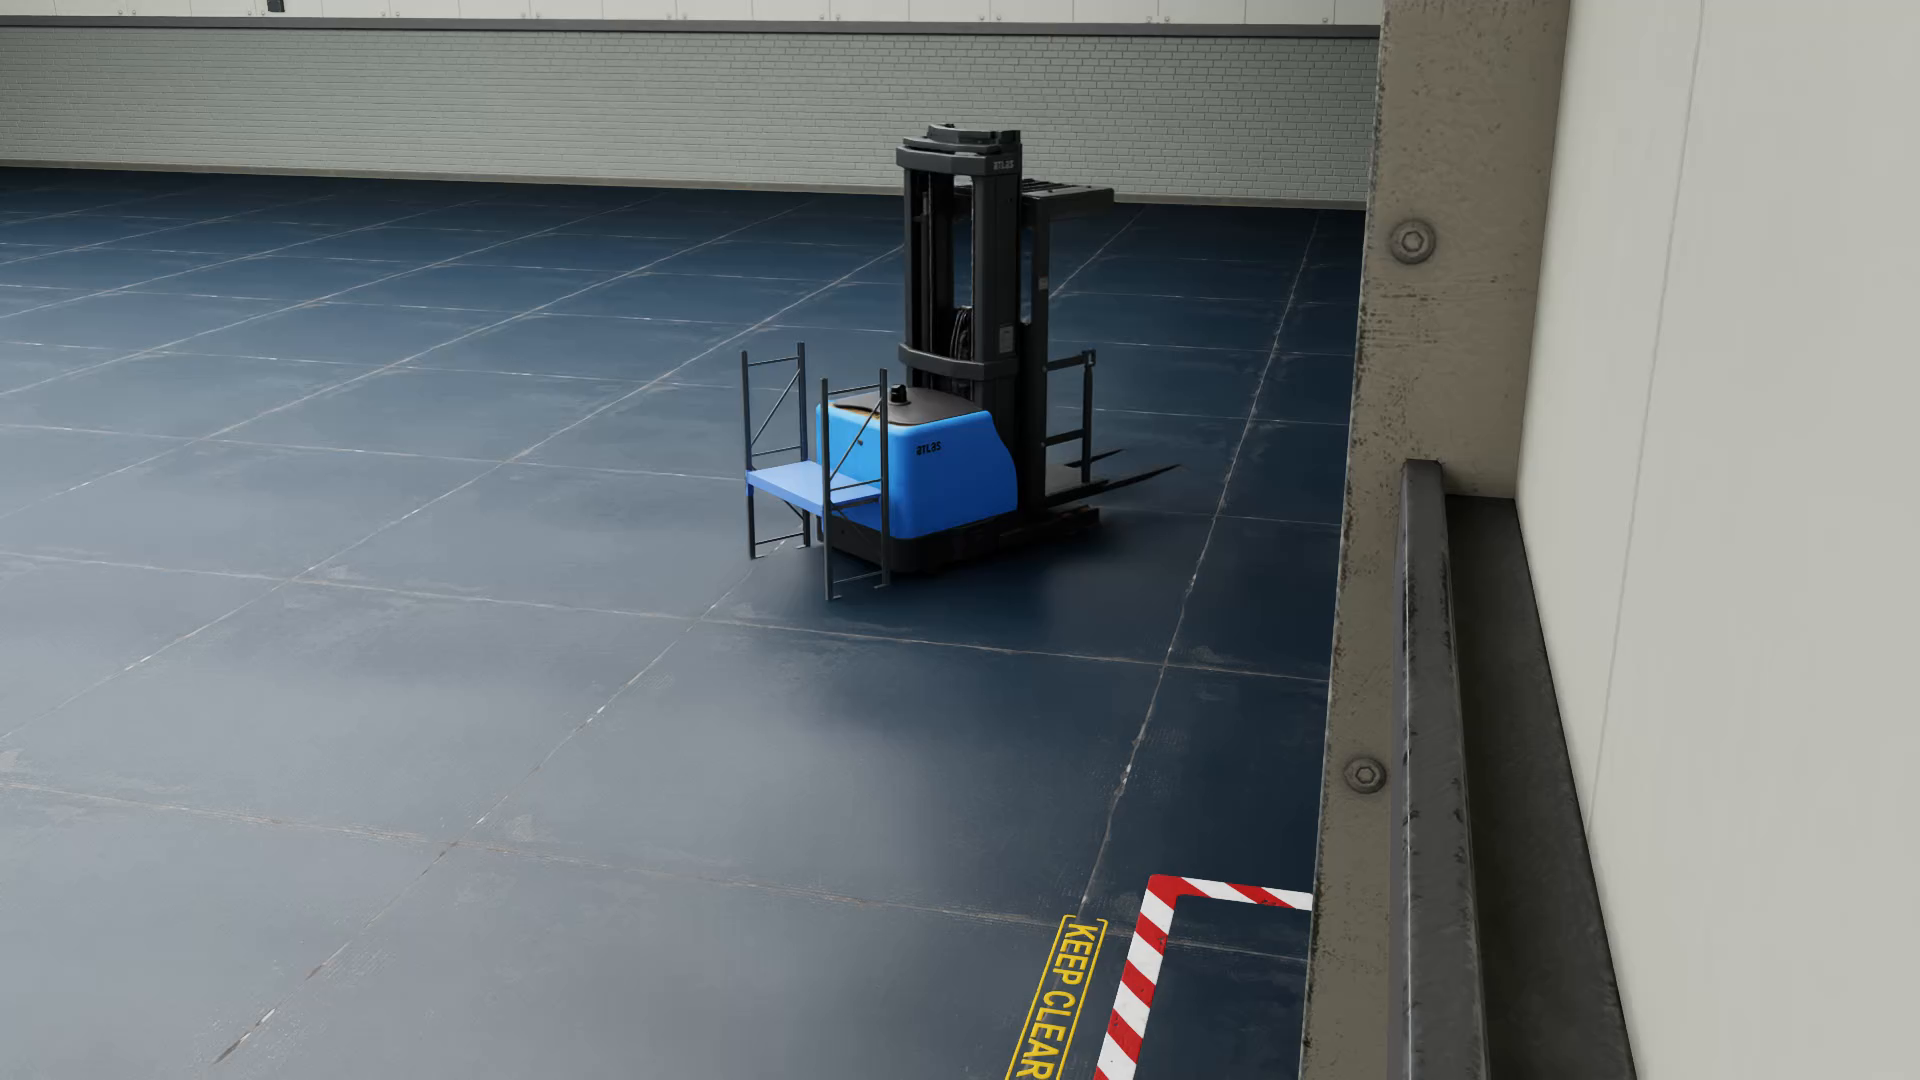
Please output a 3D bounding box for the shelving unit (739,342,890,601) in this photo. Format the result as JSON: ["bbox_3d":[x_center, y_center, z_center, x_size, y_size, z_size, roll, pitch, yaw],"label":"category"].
[{"bbox_3d":[-0.987,-0.490,11.301,0.538,1.500,1.048,-14,23,-35],"label":"shelving unit"}]

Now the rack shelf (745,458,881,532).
[{"bbox_3d":[-0.987,-0.319,11.359,0.538,0.185,1.000,-14,23,-35],"label":"rack shelf"}]

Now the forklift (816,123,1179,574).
[{"bbox_3d":[0.402,-1.534,12.144,3.031,2.935,1.130,-16,25,-39],"label":"forklift"}]

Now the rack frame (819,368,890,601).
[{"bbox_3d":[-0.683,-0.358,10.916,0.500,1.500,0.032,-14,23,-35],"label":"rack frame"}]

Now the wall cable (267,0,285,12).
[{"bbox_3d":[-12.566,-13.216,31.698,2.305,6.003,0.169,5,19,13],"label":"wall cable"}]

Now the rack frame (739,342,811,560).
[{"bbox_3d":[-1.292,-0.621,11.686,0.500,1.500,0.032,-14,23,-35],"label":"rack frame"}]
